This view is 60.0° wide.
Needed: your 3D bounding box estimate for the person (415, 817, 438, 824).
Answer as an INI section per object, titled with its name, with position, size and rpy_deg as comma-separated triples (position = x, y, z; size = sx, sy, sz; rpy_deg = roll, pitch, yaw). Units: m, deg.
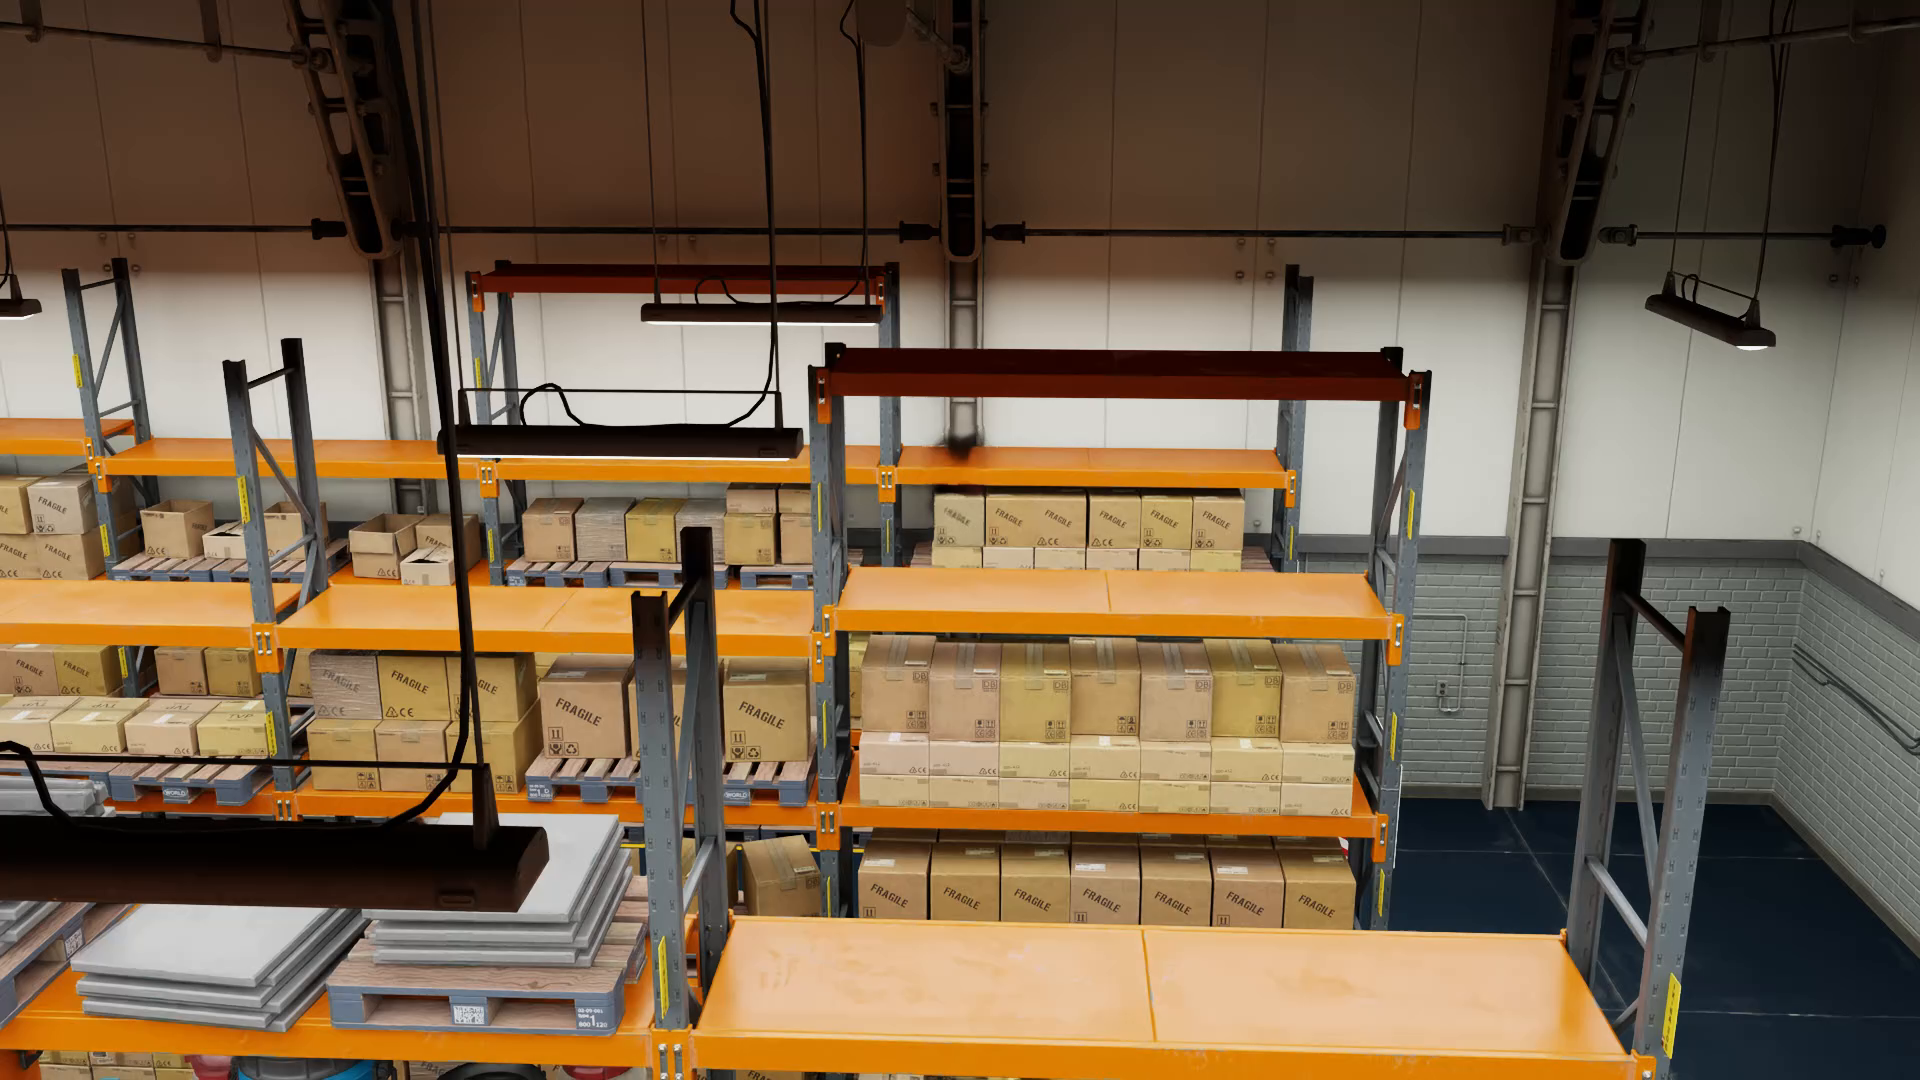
[person]
position = -5.075, 2.692, 16.114
size = 0.610, 1.772, 0.565
rpy_deg = 14, 22, 41
